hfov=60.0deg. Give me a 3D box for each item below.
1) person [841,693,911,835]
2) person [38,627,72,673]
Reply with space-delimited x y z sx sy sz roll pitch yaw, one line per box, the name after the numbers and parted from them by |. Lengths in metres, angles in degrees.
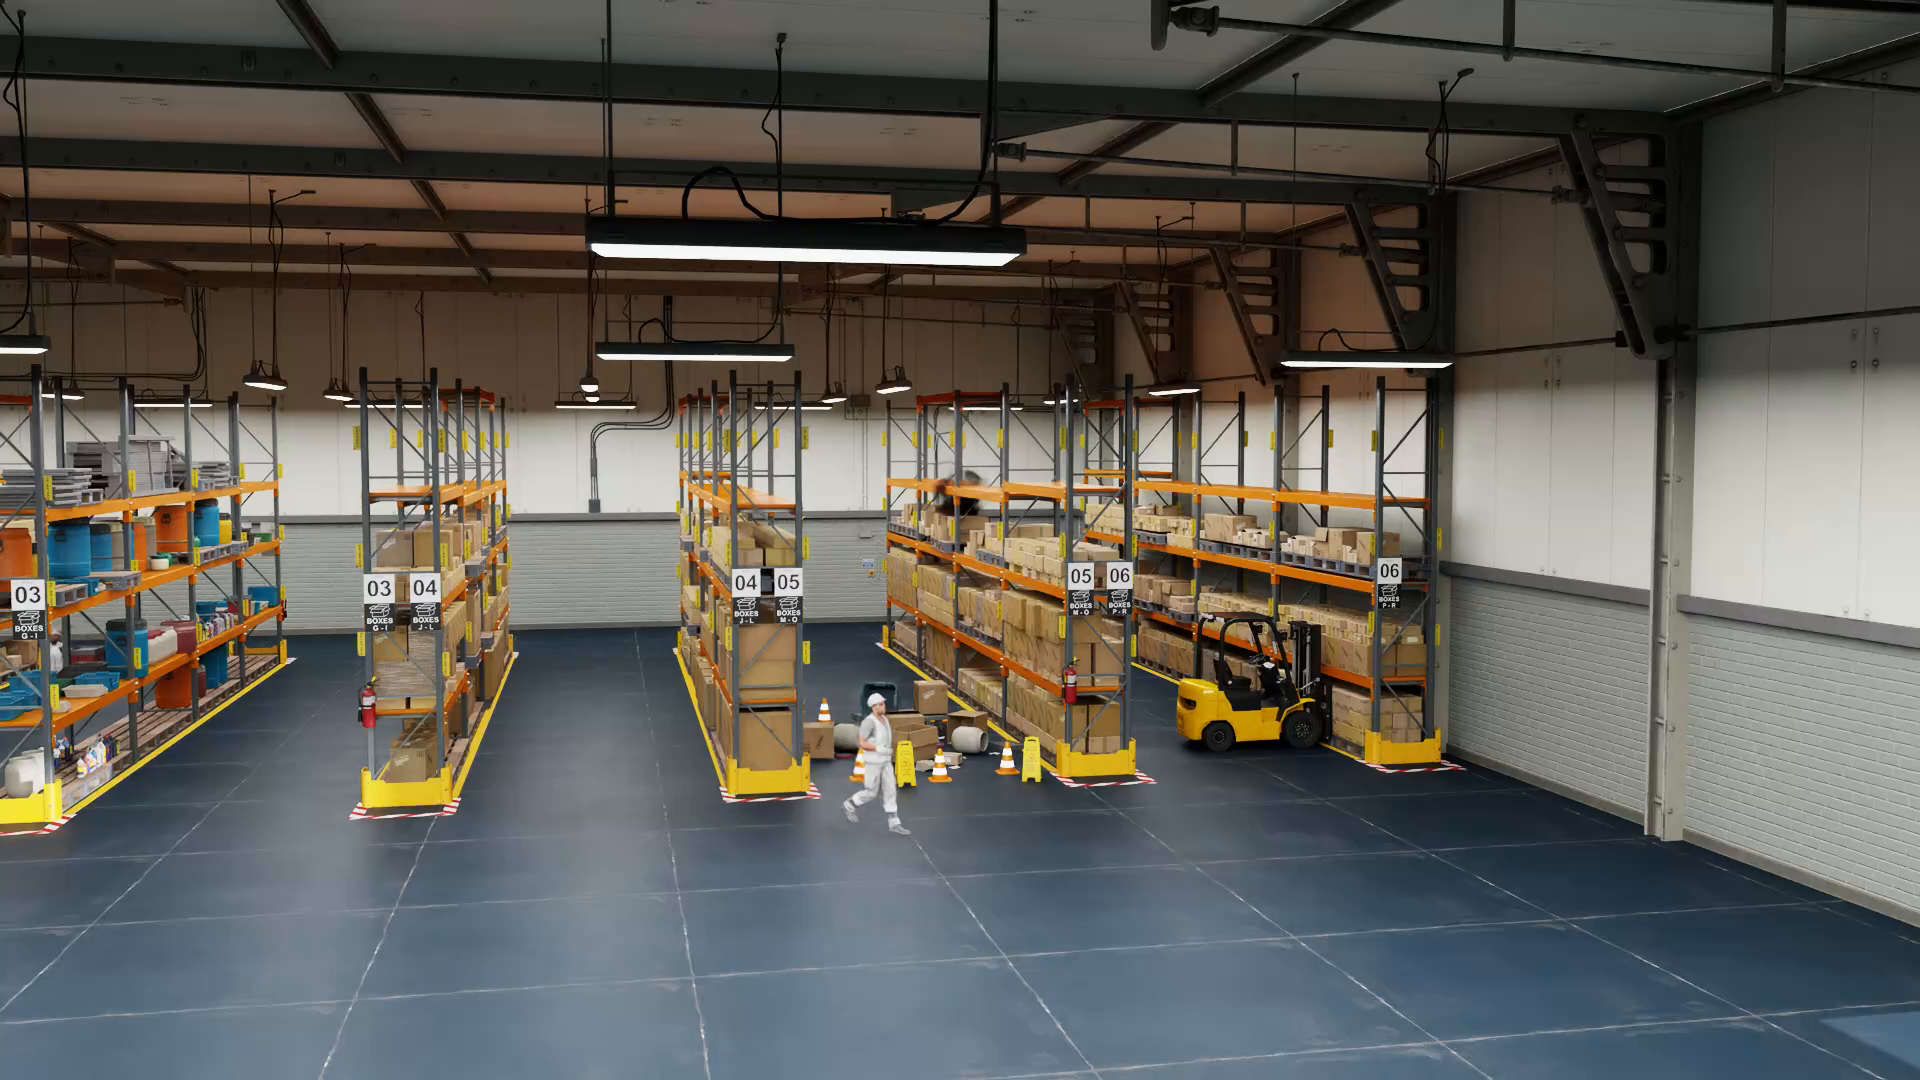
-1.073 2.837 21.168 0.996 1.779 0.655 2 4 31 | person
-16.104 2.390 29.652 0.569 1.673 0.655 -1 4 -19 | person
